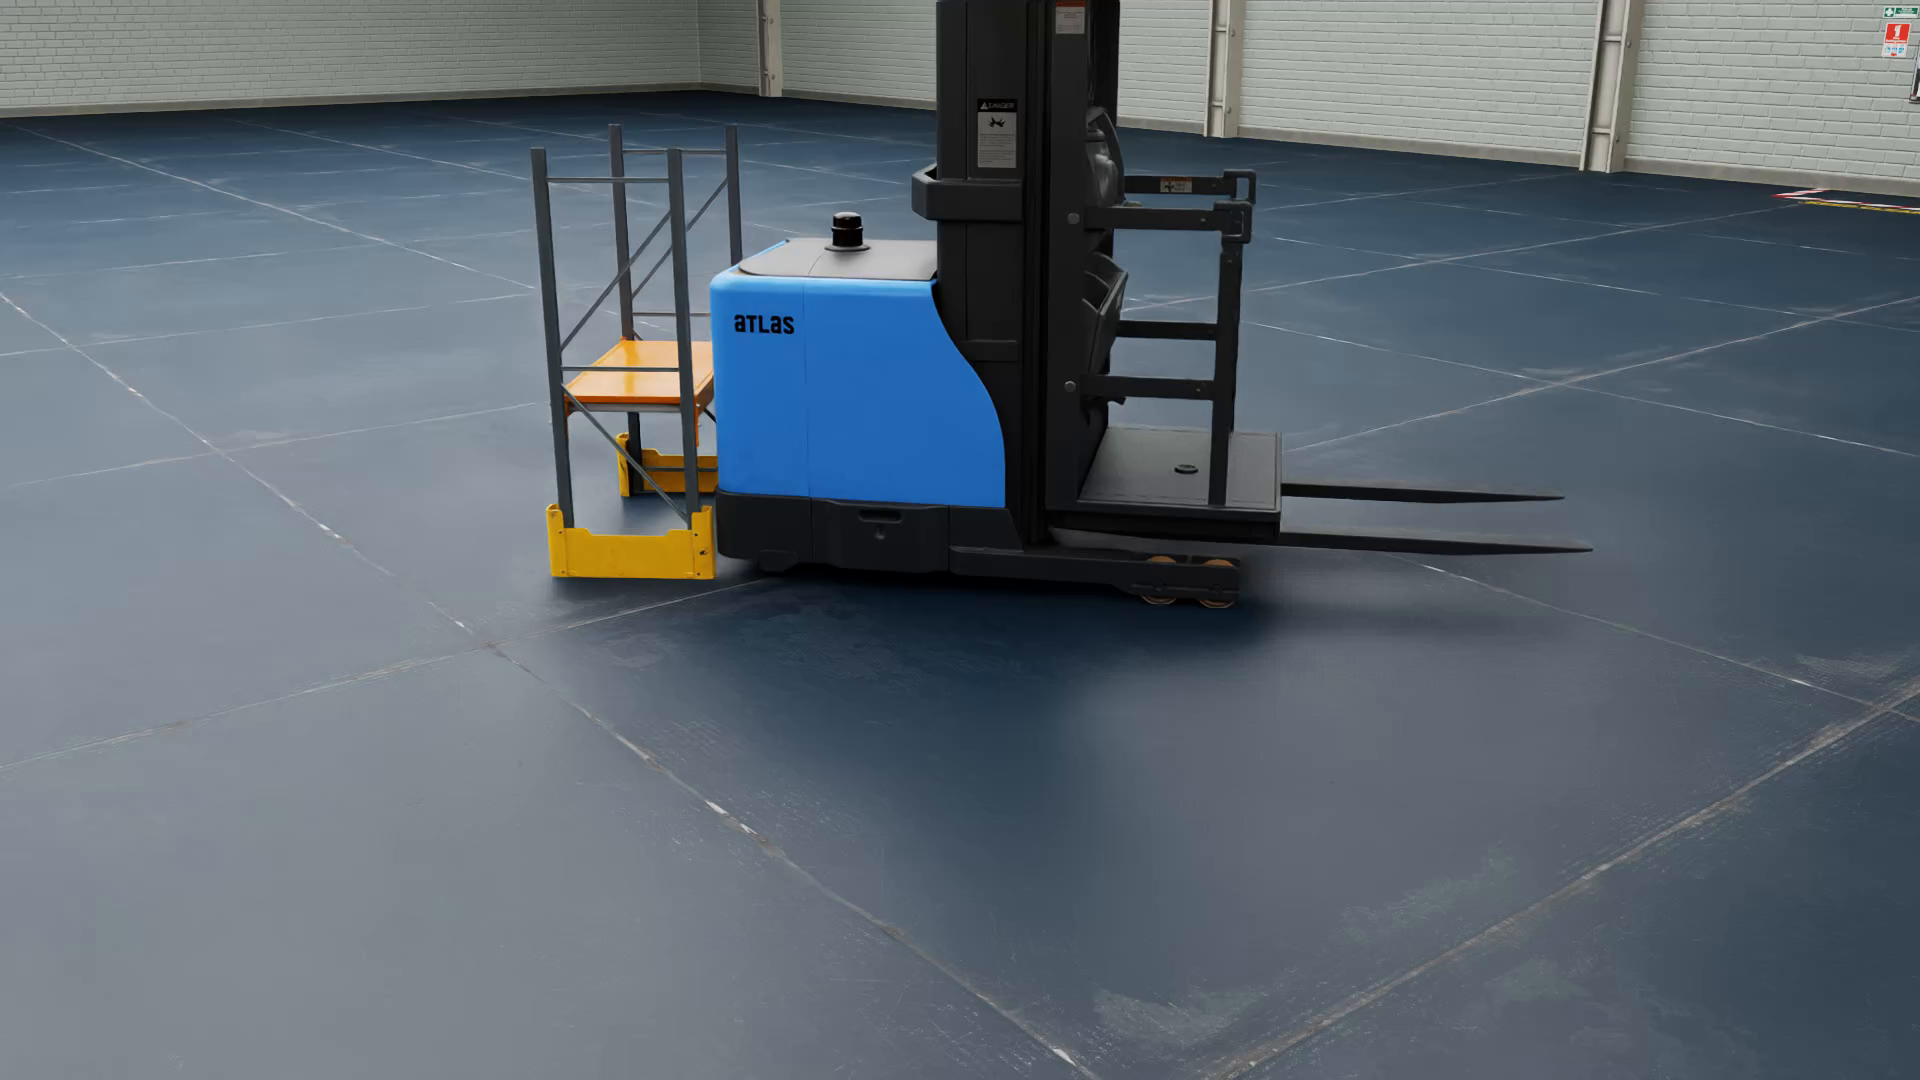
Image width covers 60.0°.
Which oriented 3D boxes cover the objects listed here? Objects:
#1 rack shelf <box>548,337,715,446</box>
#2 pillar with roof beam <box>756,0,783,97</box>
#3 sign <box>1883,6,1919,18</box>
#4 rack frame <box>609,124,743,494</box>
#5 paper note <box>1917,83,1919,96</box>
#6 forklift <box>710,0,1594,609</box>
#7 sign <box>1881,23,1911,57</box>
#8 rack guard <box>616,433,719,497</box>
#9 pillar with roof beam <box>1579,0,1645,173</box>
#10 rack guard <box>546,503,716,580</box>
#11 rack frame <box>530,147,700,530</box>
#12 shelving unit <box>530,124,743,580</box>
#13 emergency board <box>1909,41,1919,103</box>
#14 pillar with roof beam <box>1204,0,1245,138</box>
[{"bbox_3d":[-1.147,-0.577,6.290,0.538,0.185,1.000,1,18,3],"label":"rack shelf"},{"bbox_3d":[-7.091,-12.163,28.780,9.100,9.000,0.400,-14,23,-36],"label":"pillar with roof beam"},{"bbox_3d":[9.414,-5.280,16.637,0.001,0.109,0.331,-14,23,-36],"label":"sign"},{"bbox_3d":[-1.119,-0.907,6.716,0.500,1.500,0.032,1,18,3],"label":"rack frame"},{"bbox_3d":[9.625,-4.497,16.573,0.016,0.148,0.142,-14,23,-36],"label":"paper note"},{"bbox_3d":[0.691,-1.337,5.738,3.031,2.935,1.130,3,19,10],"label":"forklift"},{"bbox_3d":[9.418,-5.031,16.729,0.001,0.329,0.234,-14,23,-36],"label":"sign"},{"bbox_3d":[-1.121,-0.308,6.894,0.587,0.250,0.087,1,18,3],"label":"rack guard"},{"bbox_3d":[4.085,-7.728,15.385,9.100,9.000,0.400,-14,23,-36],"label":"pillar with roof beam"},{"bbox_3d":[-1.175,0.005,5.950,0.587,0.250,0.087,1,18,3],"label":"rack guard"},{"bbox_3d":[-1.175,-0.588,5.752,0.500,1.500,0.032,1,18,3],"label":"rack frame"},{"bbox_3d":[-1.148,-0.745,6.225,0.587,1.500,1.083,1,18,3],"label":"shelving unit"},{"bbox_3d":[9.690,-4.864,16.279,0.157,1.169,0.626,-14,23,-36],"label":"emergency board"},{"bbox_3d":[0.360,-9.206,19.850,9.100,9.000,0.400,-14,23,-36],"label":"pillar with roof beam"}]
